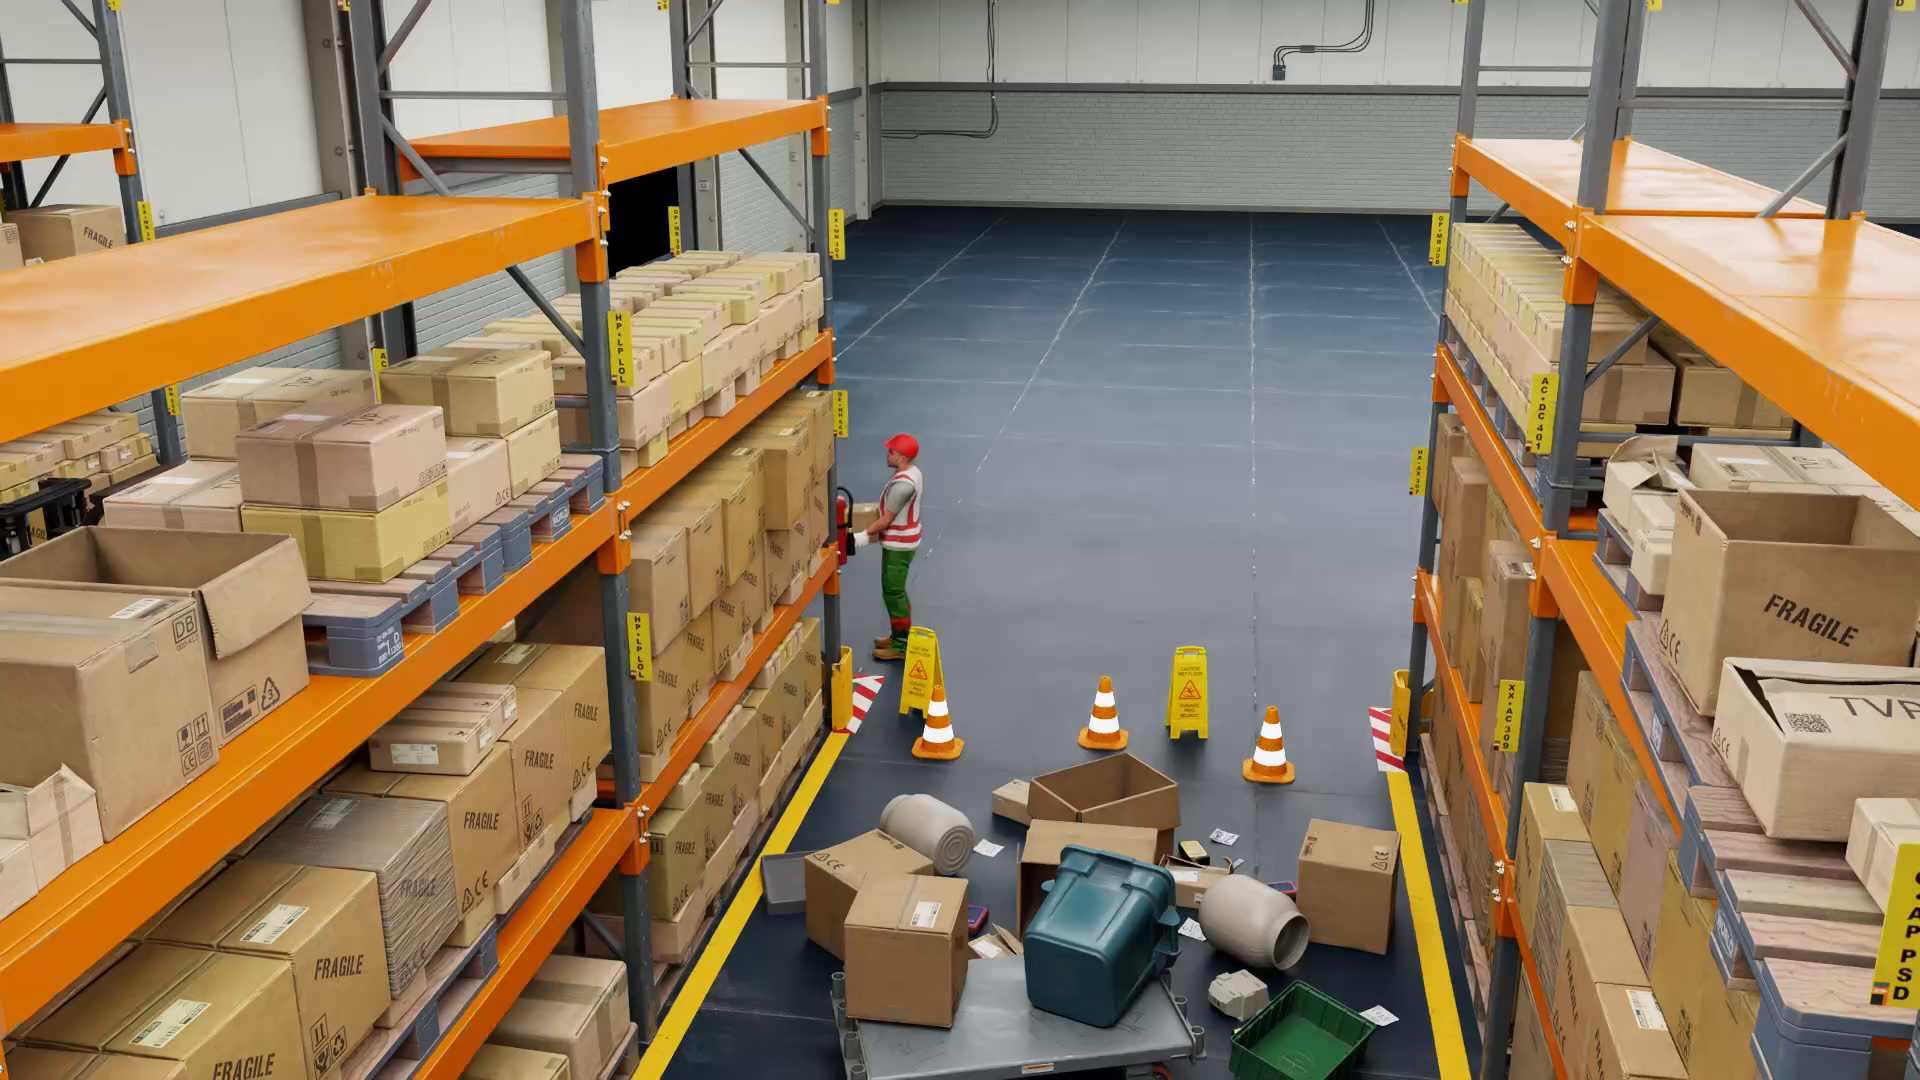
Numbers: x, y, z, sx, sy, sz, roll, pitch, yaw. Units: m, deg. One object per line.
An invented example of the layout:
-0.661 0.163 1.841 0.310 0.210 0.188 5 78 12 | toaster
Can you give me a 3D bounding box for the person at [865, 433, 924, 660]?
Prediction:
-0.501 0.039 12.888 0.437 1.790 0.537 2 18 5 | person
